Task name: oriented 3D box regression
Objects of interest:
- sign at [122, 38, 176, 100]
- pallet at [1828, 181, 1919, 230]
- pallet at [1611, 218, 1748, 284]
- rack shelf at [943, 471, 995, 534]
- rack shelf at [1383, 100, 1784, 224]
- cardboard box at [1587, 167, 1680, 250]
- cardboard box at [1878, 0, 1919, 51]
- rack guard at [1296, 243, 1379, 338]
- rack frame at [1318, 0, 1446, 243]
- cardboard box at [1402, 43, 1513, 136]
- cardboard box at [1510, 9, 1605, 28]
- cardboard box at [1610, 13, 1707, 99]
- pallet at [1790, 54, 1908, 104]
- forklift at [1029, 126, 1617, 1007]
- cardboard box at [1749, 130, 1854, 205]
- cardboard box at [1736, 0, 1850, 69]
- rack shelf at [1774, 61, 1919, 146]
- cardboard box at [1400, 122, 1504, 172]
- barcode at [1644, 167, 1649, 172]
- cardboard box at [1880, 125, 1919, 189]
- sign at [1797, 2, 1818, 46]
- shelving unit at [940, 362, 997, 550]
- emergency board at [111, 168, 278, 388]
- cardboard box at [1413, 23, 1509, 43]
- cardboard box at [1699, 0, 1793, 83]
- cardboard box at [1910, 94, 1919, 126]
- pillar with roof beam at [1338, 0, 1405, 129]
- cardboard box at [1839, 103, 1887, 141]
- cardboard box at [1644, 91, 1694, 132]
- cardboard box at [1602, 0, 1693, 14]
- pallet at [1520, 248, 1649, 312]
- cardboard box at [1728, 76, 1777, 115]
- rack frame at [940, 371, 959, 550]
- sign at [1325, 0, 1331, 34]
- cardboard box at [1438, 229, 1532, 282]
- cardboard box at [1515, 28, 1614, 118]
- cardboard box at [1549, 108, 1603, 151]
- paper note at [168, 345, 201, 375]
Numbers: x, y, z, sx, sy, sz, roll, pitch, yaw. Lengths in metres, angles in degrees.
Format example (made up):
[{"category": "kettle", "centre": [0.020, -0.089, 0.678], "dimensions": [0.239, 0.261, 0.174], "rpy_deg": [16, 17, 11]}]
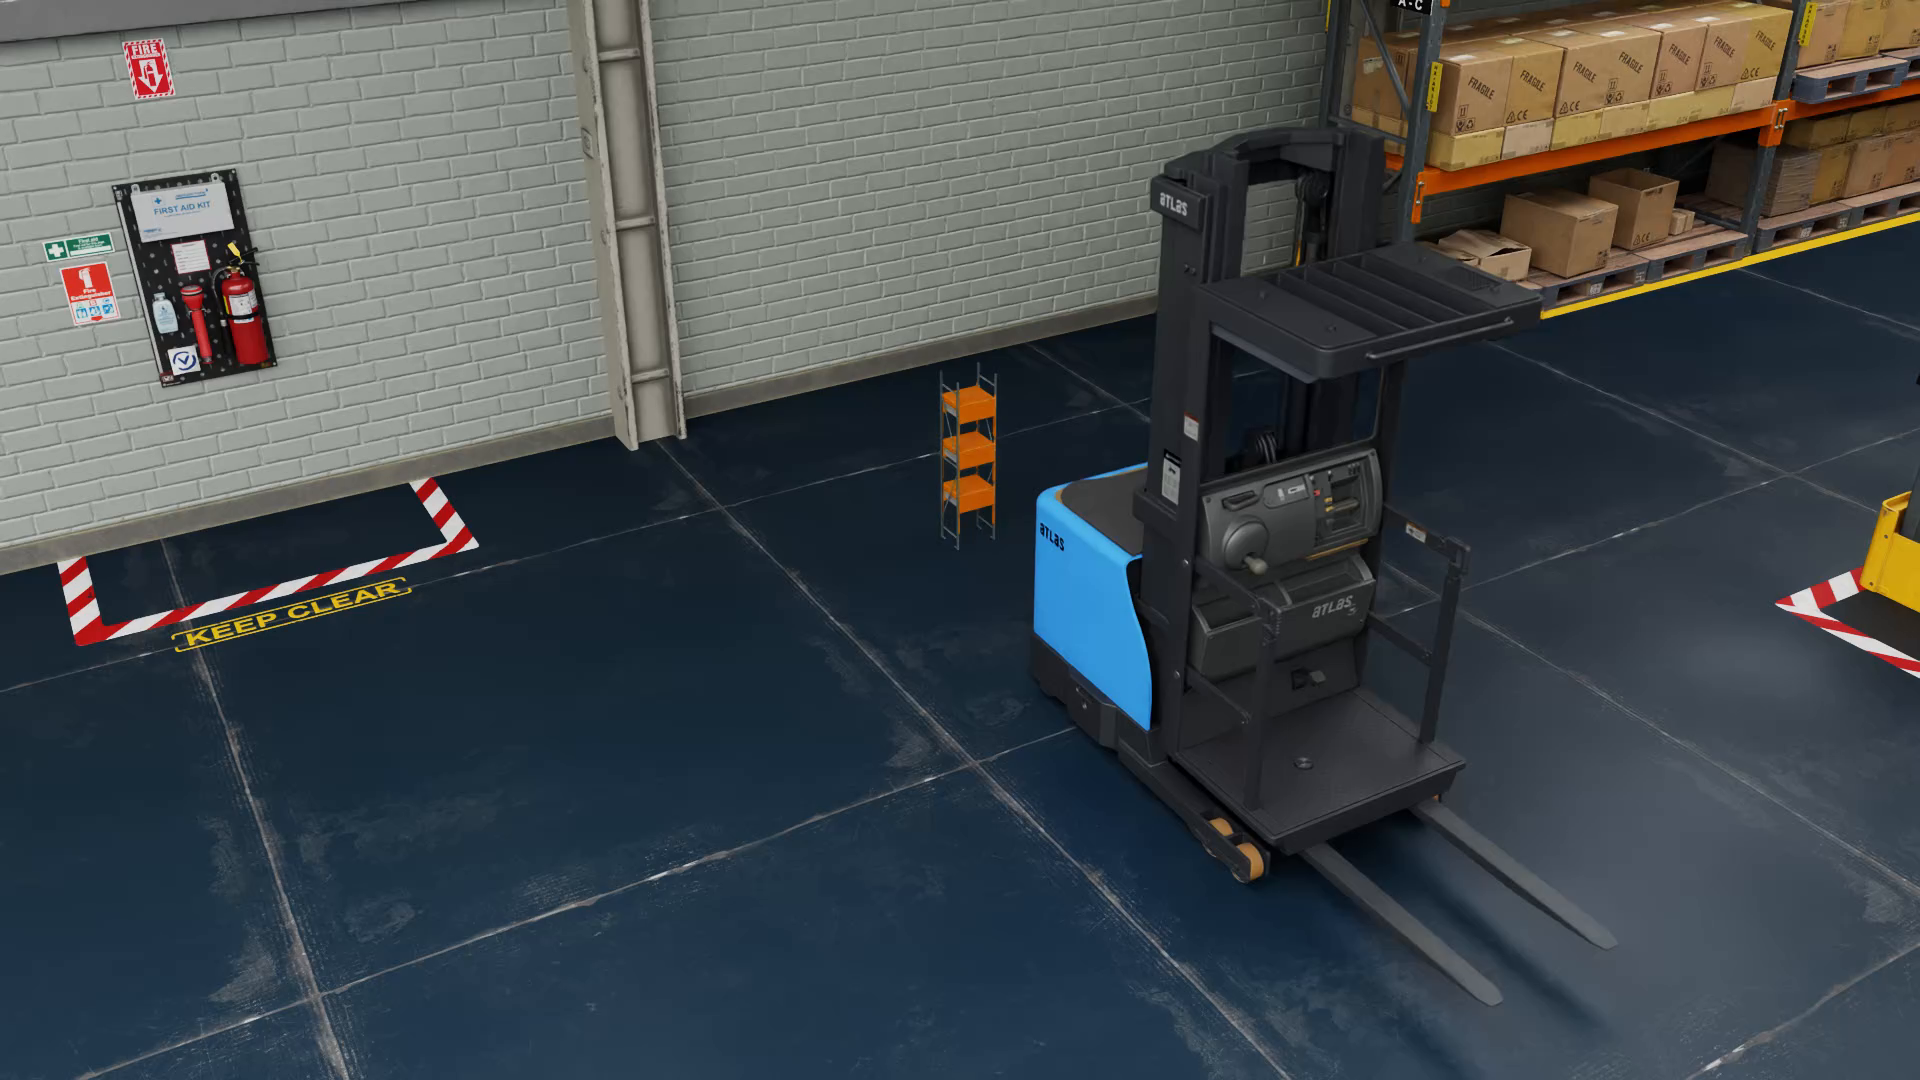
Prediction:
[{"category": "sign", "centre": [-4.254, -2.470, 8.722], "dimensions": [0.199, 0.298, 0.001], "rpy_deg": [-16, 33, -26]}, {"category": "pallet", "centre": [8.134, -3.192, 15.315], "dimensions": [1.213, 0.211, 1.003], "rpy_deg": [-16, 33, -26]}, {"category": "pallet", "centre": [5.849, -2.521, 14.099], "dimensions": [1.213, 0.211, 1.003], "rpy_deg": [-16, 33, -26]}, {"category": "rack shelf", "centre": [0.046, -0.220, 9.659], "dimensions": [0.240, 0.259, 0.215], "rpy_deg": [-16, 33, -26]}, {"category": "rack shelf", "centre": [4.686, -3.116, 13.037], "dimensions": [4.000, 0.370, 1.077], "rpy_deg": [-16, 33, -26]}, {"category": "cardboard box", "centre": [5.535, -2.748, 13.757], "dimensions": [0.500, 0.500, 0.500], "rpy_deg": [-19, 34, -30]}, {"category": "cardboard box", "centre": [7.903, -4.576, 14.378], "dimensions": [0.500, 0.500, 0.700], "rpy_deg": [-11, 31, -20]}, {"category": "rack guard", "centre": [3.027, -1.866, 12.614], "dimensions": [0.348, 0.500, 1.175], "rpy_deg": [-16, 33, -26]}, {"category": "rack frame", "centre": [2.961, -2.942, 11.976], "dimensions": [0.127, 3.000, 1.000], "rpy_deg": [-16, 33, -26]}, {"category": "cardboard box", "centre": [3.525, -3.205, 11.811], "dimensions": [0.500, 0.500, 0.500], "rpy_deg": [-16, 33, -26]}, {"category": "cardboard box", "centre": [4.577, -3.788, 12.868], "dimensions": [0.500, 0.500, 0.500], "rpy_deg": [-15, 32, -26]}, {"category": "cardboard box", "centre": [5.292, -3.704, 12.716], "dimensions": [0.500, 0.500, 0.500], "rpy_deg": [-17, 33, -28]}, {"category": "pallet", "centre": [7.143, -3.963, 14.026], "dimensions": [1.213, 0.211, 1.003], "rpy_deg": [-16, 33, -26]}, {"category": "forklift", "centre": [1.515, -0.076, 6.854], "dimensions": [1.130, 2.935, 3.031], "rpy_deg": [-15, 32, -26]}, {"category": "cardboard box", "centre": [7.456, -3.354, 14.854], "dimensions": [0.500, 0.500, 0.700], "rpy_deg": [-17, 33, -27]}, {"category": "cardboard box", "centre": [6.866, -4.268, 13.820], "dimensions": [0.500, 0.500, 0.700], "rpy_deg": [-16, 33, -26]}, {"category": "rack shelf", "centre": [8.134, -4.096, 14.811], "dimensions": [4.000, 0.370, 1.077], "rpy_deg": [-16, 33, -26]}, {"category": "cardboard box", "centre": [3.543, -2.872, 11.984], "dimensions": [0.500, 0.250, 0.500], "rpy_deg": [-17, 33, -28]}, {"category": "barcode", "centre": [5.823, -3.127, 14.112], "dimensions": [0.075, 0.075, 0.001], "rpy_deg": [-16, 33, -26]}, {"category": "cardboard box", "centre": [8.347, -3.589, 15.281], "dimensions": [0.500, 0.500, 0.700], "rpy_deg": [-16, 33, -27]}, {"category": "sign", "centre": [6.692, -4.076, 13.135], "dimensions": [0.005, 0.325, 0.100], "rpy_deg": [-16, 33, -26]}, {"category": "shelving unit", "centre": [0.046, -0.473, 9.520], "dimensions": [0.252, 1.050, 0.215], "rpy_deg": [-16, 33, -26]}, {"category": "emergency board", "centre": [-4.196, -1.416, 9.211], "dimensions": [0.643, 1.169, 0.194], "rpy_deg": [-16, 33, -26]}, {"category": "cardboard box", "centre": [3.699, -3.536, 12.412], "dimensions": [0.500, 0.500, 0.500], "rpy_deg": [-15, 32, -26]}, {"category": "cardboard box", "centre": [6.159, -3.948, 13.157], "dimensions": [0.500, 0.500, 0.500], "rpy_deg": [-16, 33, -26]}, {"category": "cardboard box", "centre": [8.741, -4.015, 15.277], "dimensions": [0.500, 0.250, 0.500], "rpy_deg": [-15, 32, -25]}, {"category": "pillar with roof beam", "centre": [5.308, -4.307, 8.240], "dimensions": [0.400, 9.000, 9.100], "rpy_deg": [-16, 33, -26]}, {"category": "cardboard box", "centre": [7.861, -3.773, 14.837], "dimensions": [0.500, 0.250, 0.500], "rpy_deg": [-17, 33, -28]}, {"category": "cardboard box", "centre": [5.296, -3.374, 12.893], "dimensions": [0.500, 0.250, 0.500], "rpy_deg": [-16, 33, -27]}, {"category": "cardboard box", "centre": [5.451, -4.039, 13.323], "dimensions": [0.500, 0.500, 0.500], "rpy_deg": [-16, 33, -27]}, {"category": "pallet", "centre": [4.796, -2.220, 13.555], "dimensions": [1.213, 0.211, 1.003], "rpy_deg": [-16, 33, -26]}, {"category": "cardboard box", "centre": [6.155, -3.622, 13.343], "dimensions": [0.500, 0.250, 0.500], "rpy_deg": [-16, 33, -26]}, {"category": "rack frame", "centre": [-0.059, -0.443, 9.466], "dimensions": [0.008, 1.050, 0.200], "rpy_deg": [-16, 33, -26]}, {"category": "sign", "centre": [2.697, -3.823, 12.048], "dimensions": [0.005, 0.325, 0.100], "rpy_deg": [-16, 33, -26]}, {"category": "cardboard box", "centre": [4.095, -2.229, 13.011], "dimensions": [0.500, 0.311, 0.500], "rpy_deg": [-13, 31, -22]}, {"category": "cardboard box", "centre": [4.405, -3.446, 12.247], "dimensions": [0.500, 0.500, 0.500], "rpy_deg": [-17, 33, -28]}, {"category": "cardboard box", "centre": [4.426, -3.127, 12.447], "dimensions": [0.500, 0.250, 0.500], "rpy_deg": [-16, 33, -27]}, {"category": "paper note", "centre": [-4.384, -1.015, 9.397], "dimensions": [0.142, 0.148, 0.016], "rpy_deg": [-16, 33, -26]}]
